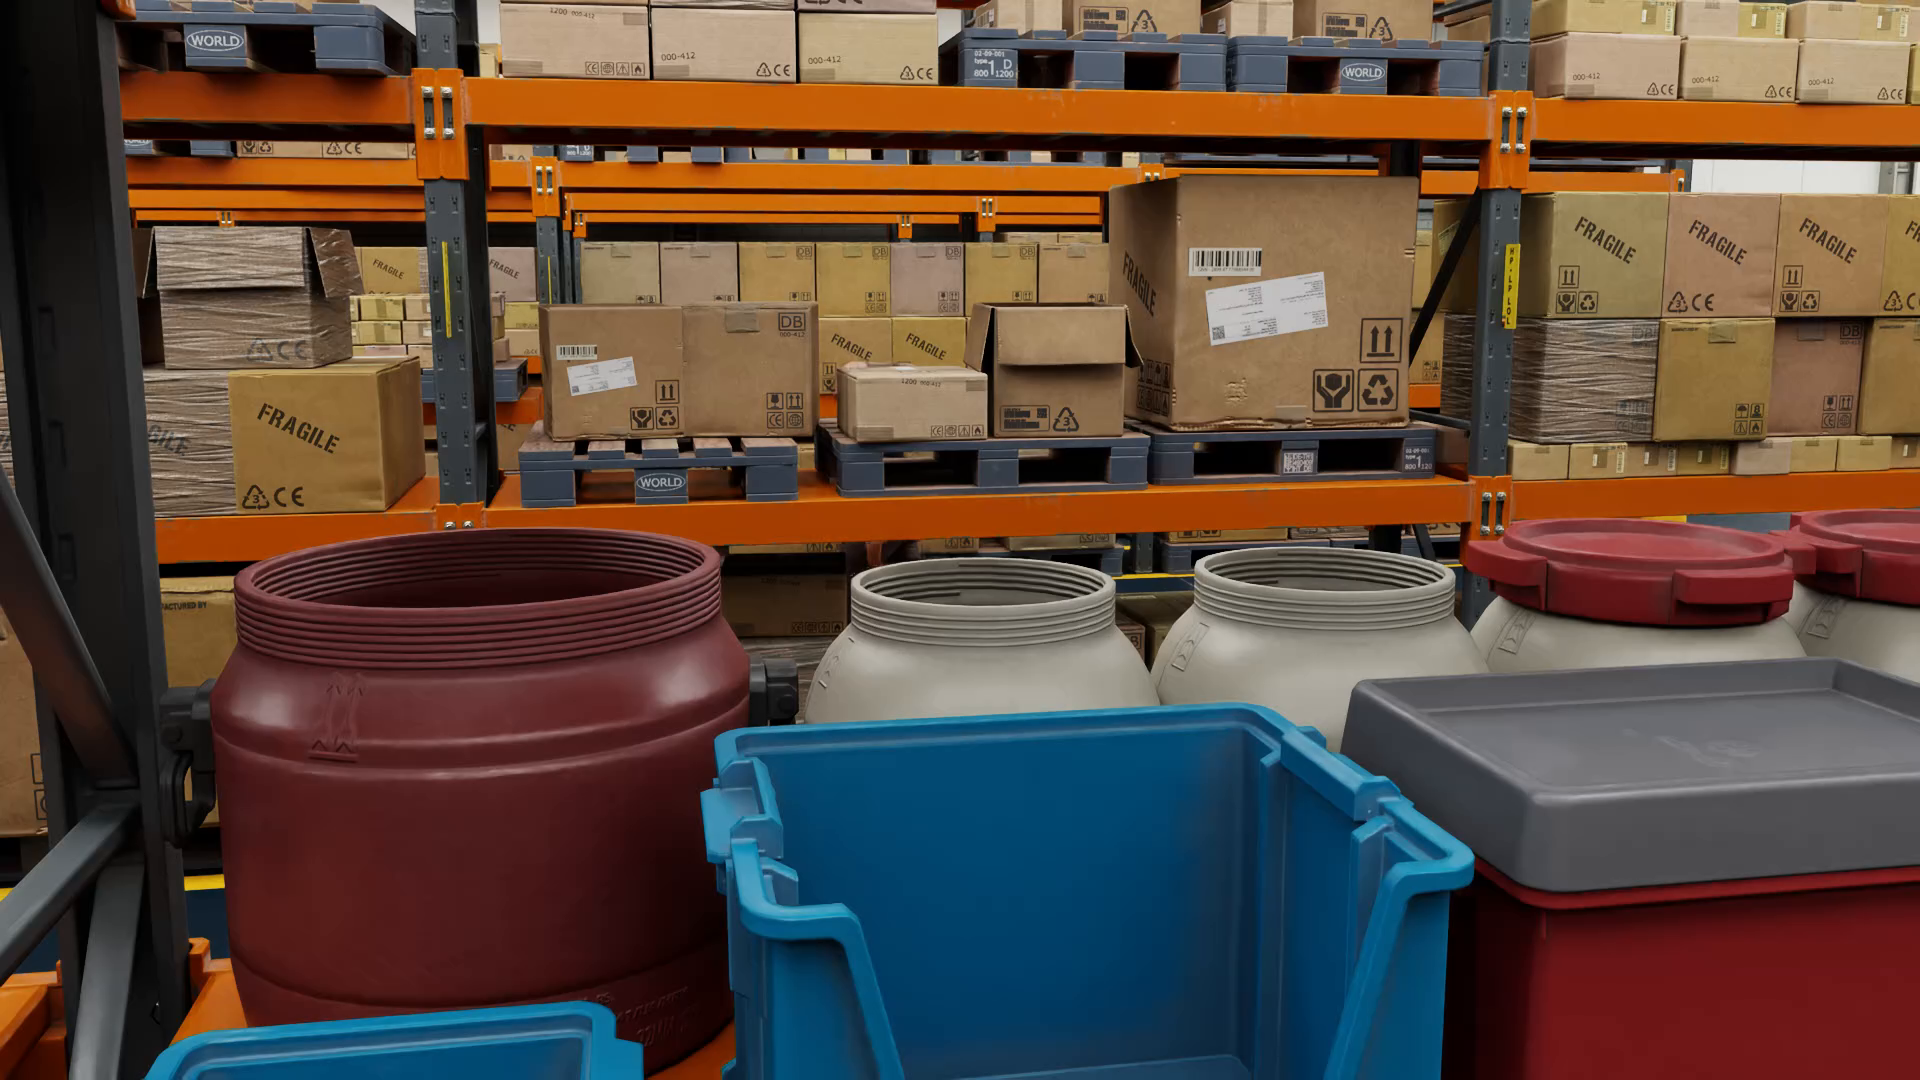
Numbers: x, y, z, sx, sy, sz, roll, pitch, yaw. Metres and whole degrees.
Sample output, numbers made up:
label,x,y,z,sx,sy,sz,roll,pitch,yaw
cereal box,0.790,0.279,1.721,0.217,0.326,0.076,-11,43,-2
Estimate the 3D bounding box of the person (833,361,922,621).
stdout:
label,x,y,z,sx,sy,sz,roll,pitch,yaw
person,-0.442,-0.067,8.419,0.982,1.678,0.570,3,10,18
